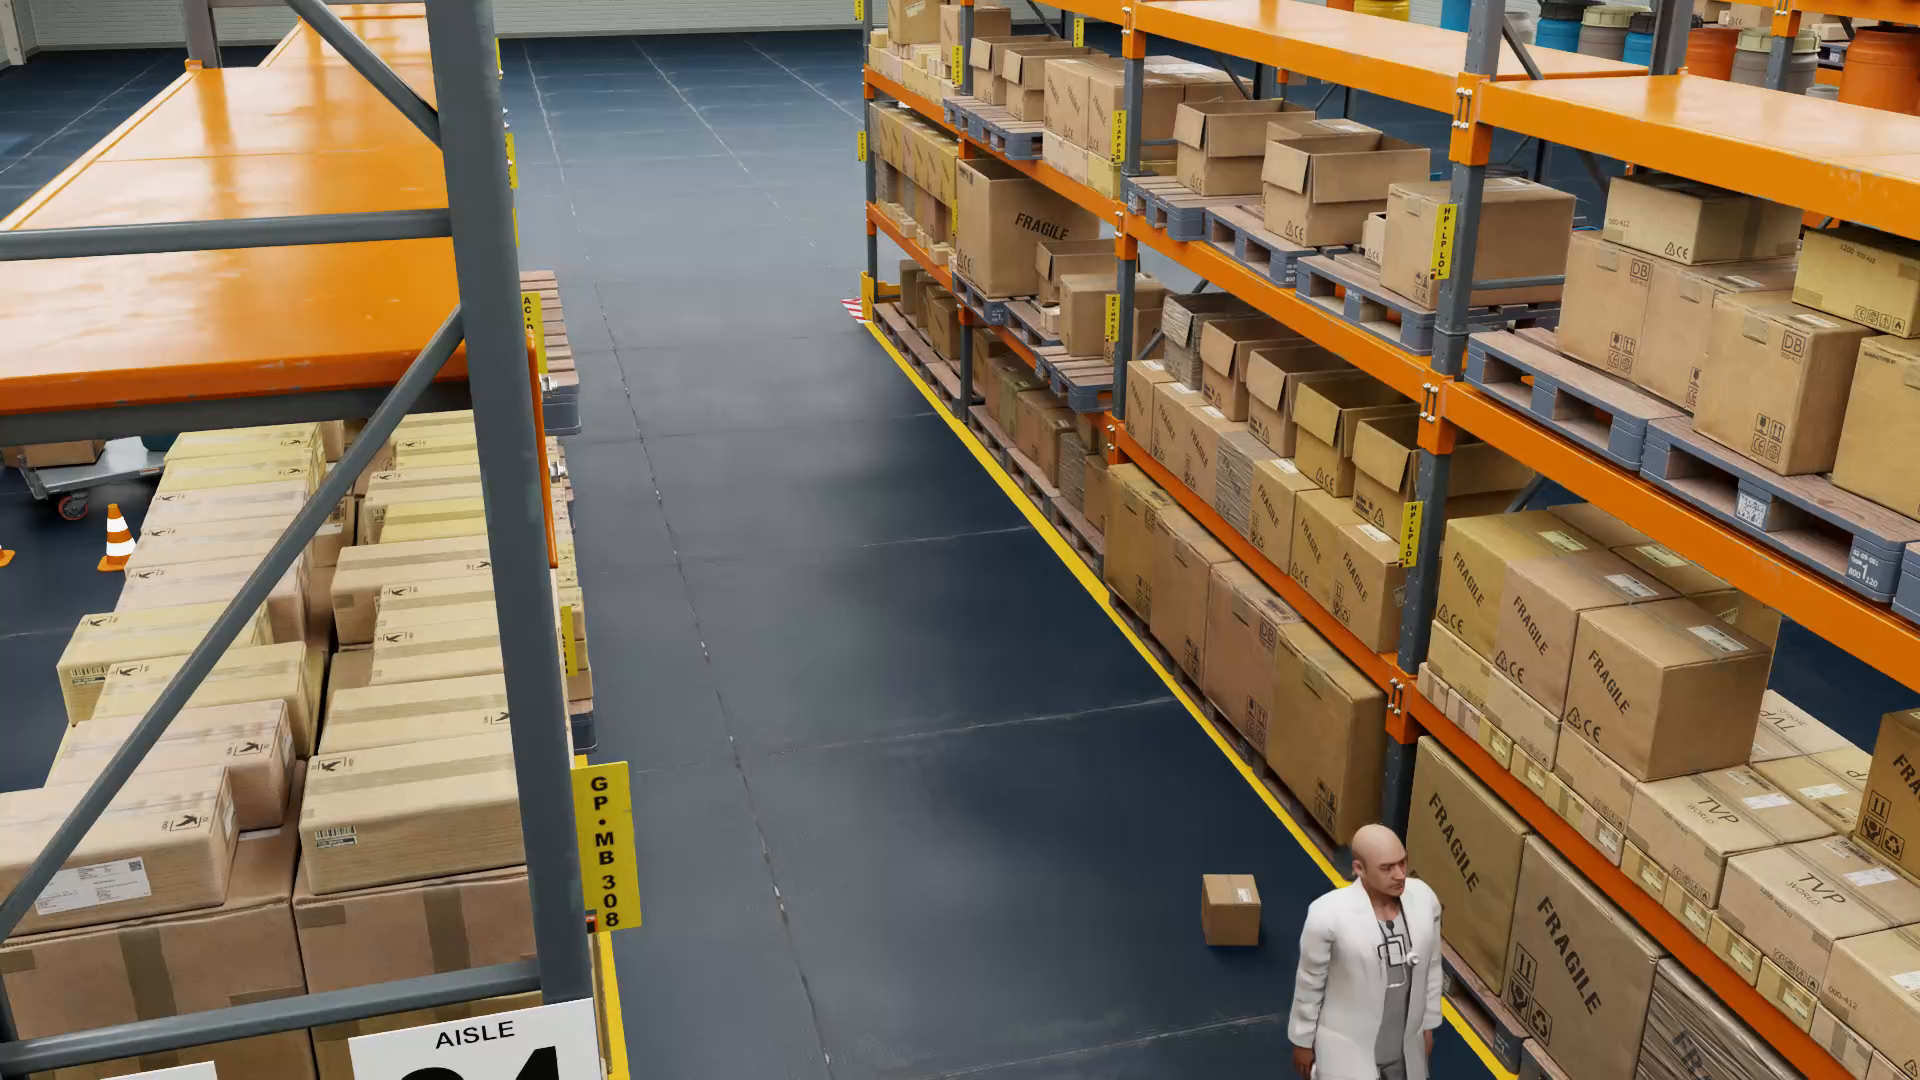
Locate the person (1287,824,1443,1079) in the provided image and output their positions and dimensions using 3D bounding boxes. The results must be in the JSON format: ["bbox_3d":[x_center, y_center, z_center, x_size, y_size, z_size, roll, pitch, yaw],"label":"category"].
[{"bbox_3d":[1.522,1.836,6.268,0.593,1.749,0.873,-7,24,-16],"label":"person"}]
